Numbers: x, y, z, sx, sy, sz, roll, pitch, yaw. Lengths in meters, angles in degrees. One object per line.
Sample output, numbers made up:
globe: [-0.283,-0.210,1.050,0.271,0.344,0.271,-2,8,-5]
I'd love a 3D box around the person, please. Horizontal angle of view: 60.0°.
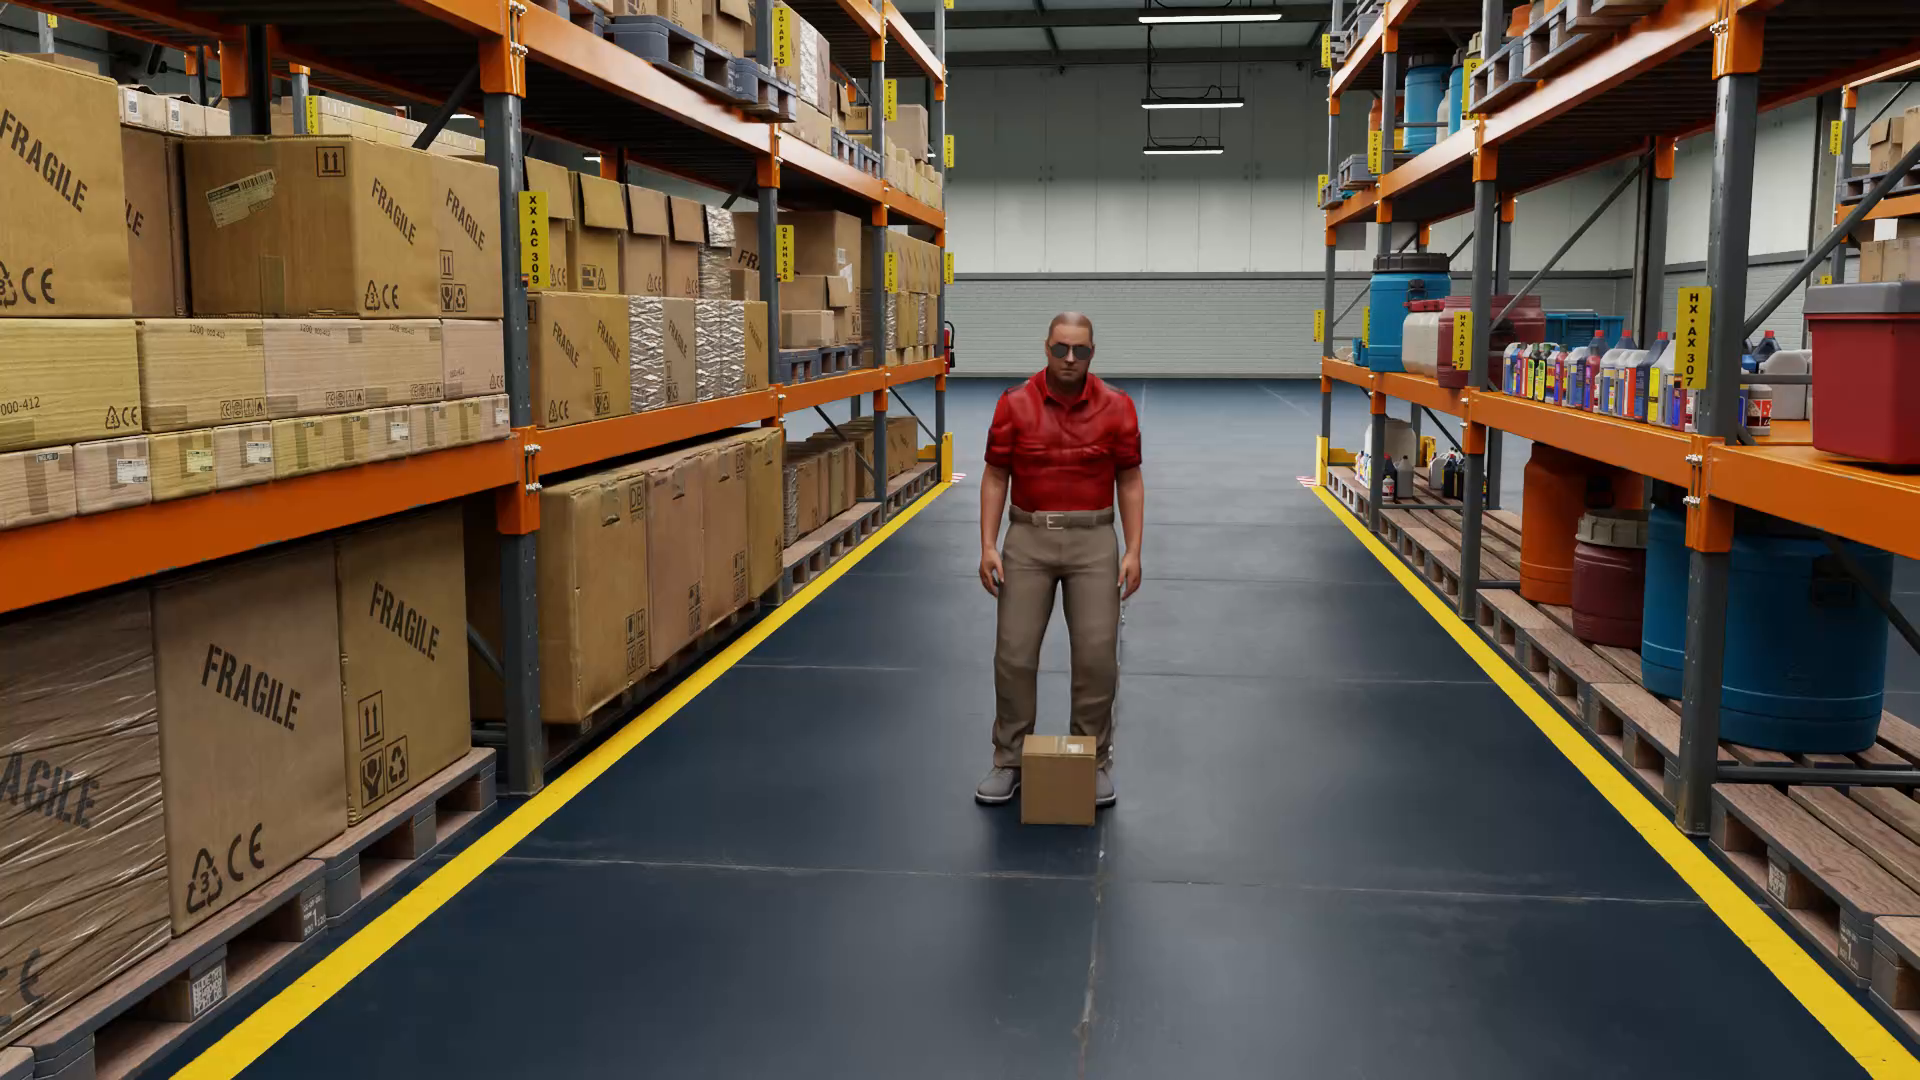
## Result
person: [0.357,0.059,5.899,0.591,1.725,0.393,0,8,4]
